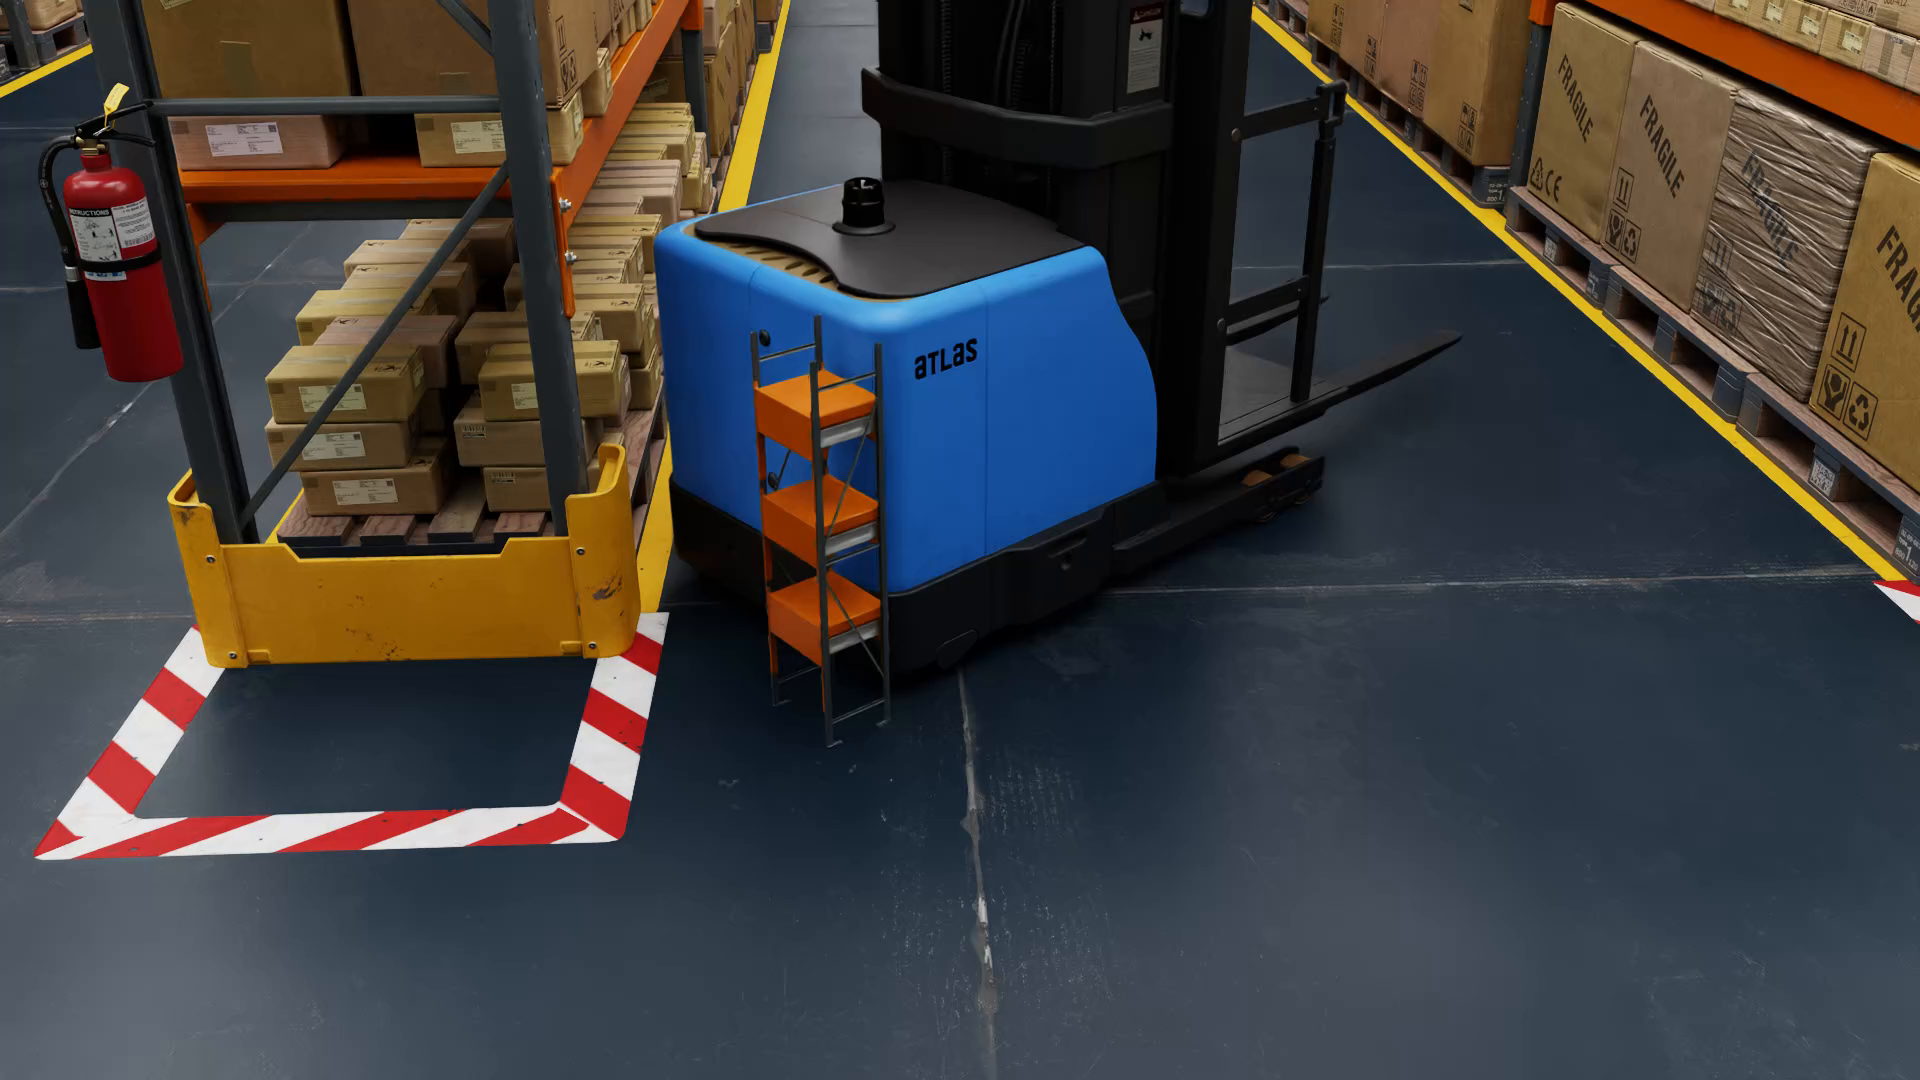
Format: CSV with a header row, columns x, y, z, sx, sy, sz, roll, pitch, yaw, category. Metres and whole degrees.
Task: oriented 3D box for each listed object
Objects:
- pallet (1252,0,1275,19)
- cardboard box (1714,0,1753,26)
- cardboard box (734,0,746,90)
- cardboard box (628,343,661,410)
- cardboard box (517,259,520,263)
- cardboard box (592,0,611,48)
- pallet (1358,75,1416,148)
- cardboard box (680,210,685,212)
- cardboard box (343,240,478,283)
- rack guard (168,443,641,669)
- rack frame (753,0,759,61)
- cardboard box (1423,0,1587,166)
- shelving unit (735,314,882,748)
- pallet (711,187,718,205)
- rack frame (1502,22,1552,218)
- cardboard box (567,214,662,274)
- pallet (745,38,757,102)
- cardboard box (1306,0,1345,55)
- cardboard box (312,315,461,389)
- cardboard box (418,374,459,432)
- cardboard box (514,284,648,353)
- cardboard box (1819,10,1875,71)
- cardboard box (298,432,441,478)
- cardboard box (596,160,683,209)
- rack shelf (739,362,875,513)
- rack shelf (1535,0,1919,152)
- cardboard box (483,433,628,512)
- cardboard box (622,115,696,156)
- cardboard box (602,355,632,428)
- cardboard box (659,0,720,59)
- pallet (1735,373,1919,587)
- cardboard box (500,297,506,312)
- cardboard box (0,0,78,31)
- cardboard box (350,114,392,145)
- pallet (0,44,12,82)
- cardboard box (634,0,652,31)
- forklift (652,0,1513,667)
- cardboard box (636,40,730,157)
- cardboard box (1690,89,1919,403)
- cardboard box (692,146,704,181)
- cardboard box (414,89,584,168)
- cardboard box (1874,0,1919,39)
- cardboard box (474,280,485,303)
x,y,z,sx,sy,sz,roll,pitch,yaw,category
2.931,-4.488,13.627,1.003,0.211,1.213,-1,28,-3,pallet
3.006,-1.979,6.071,0.380,0.149,0.250,-2,28,-4,cardboard box
-1.565,-3.025,10.055,0.500,0.500,0.500,-3,28,-5,cardboard box
-1.236,-0.560,5.709,0.380,0.149,0.250,-1,28,-2,cardboard box
-1.916,-1.163,6.544,0.380,0.149,0.250,-2,28,-3,cardboard box
-1.310,-1.671,4.780,0.500,0.500,0.500,-1,28,-3,cardboard box
3.058,-2.637,10.078,1.003,0.211,1.213,-1,28,-3,pallet
-1.349,-1.388,7.296,0.380,0.149,0.250,-2,28,-4,cardboard box
-1.906,-0.936,5.787,0.380,0.149,0.250,0,28,-1,cardboard box
-1.514,0.039,4.634,1.175,0.500,0.348,-1,28,-3,rack guard
-1.927,-4.729,11.072,1.000,3.000,0.127,-1,28,-3,rack frame
3.187,-2.494,8.631,1.225,0.875,0.875,-1,28,-2,cardboard box
-0.367,-0.008,4.131,0.252,1.050,0.215,22,34,35,shelving unit
-1.648,-1.336,7.582,1.003,0.211,1.213,-1,28,-3,pallet
3.240,-2.954,7.671,1.000,3.000,0.127,-1,28,-3,rack frame
-1.286,-1.077,6.058,0.380,0.149,0.250,-1,28,-2,cardboard box
-1.888,-3.131,11.025,1.003,0.211,1.213,-1,28,-3,pallet
3.046,-3.727,10.995,1.225,0.875,0.875,-3,28,-5,cardboard box
-1.746,-0.576,5.096,0.380,0.149,0.250,-1,28,-2,cardboard box
-1.782,-0.447,5.170,0.380,0.149,0.250,-2,28,-4,cardboard box
-1.217,-0.714,5.361,0.380,0.149,0.250,-1,28,-3,cardboard box
3.047,-1.624,5.391,0.380,0.149,0.250,-2,28,-4,cardboard box
-1.860,-0.311,5.231,0.380,0.149,0.250,-1,28,-1,cardboard box
-1.325,-1.433,6.739,0.380,0.149,0.250,-3,28,-5,cardboard box
-0.367,-0.251,4.004,0.240,0.259,0.215,22,34,35,rack shelf
3.344,-1.712,6.066,1.077,0.370,4.000,-1,28,-3,rack shelf
-1.217,-0.206,5.030,0.380,0.149,0.250,-1,28,-2,cardboard box
-1.387,-1.792,7.428,0.380,0.149,0.250,-1,28,-2,cardboard box
-1.238,-0.464,5.203,0.380,0.149,0.250,-2,28,-3,cardboard box
-1.493,-2.639,8.505,0.500,0.250,0.500,-3,28,-5,cardboard box
3.329,-0.238,5.478,1.003,0.211,1.213,-1,28,-3,pallet
-1.884,-0.791,6.152,0.380,0.149,0.250,-1,28,-2,cardboard box
-6.885,-3.845,11.765,0.950,0.372,0.625,-3,28,-6,cardboard box
-1.784,-1.182,4.545,0.380,0.149,0.250,-1,28,-3,cardboard box
-6.899,-2.960,10.697,1.003,0.211,1.213,-1,28,-3,pallet
-1.316,-1.923,5.966,0.380,0.149,0.250,-1,28,-2,cardboard box
0.604,-1.487,4.931,3.031,2.935,1.130,-19,33,-32,forklift
-1.492,-2.307,8.678,0.500,0.500,0.500,0,28,-1,cardboard box
3.288,-1.065,5.892,0.875,0.875,0.875,-1,28,-3,cardboard box
-1.358,-1.673,7.521,0.380,0.149,0.250,-3,28,-5,cardboard box
-1.199,-1.080,4.349,0.380,0.149,0.250,-2,28,-3,cardboard box
3.133,-1.624,4.961,0.500,0.250,0.500,-2,28,-4,cardboard box
-1.891,-0.804,5.854,0.380,0.149,0.250,-1,28,-2,cardboard box
